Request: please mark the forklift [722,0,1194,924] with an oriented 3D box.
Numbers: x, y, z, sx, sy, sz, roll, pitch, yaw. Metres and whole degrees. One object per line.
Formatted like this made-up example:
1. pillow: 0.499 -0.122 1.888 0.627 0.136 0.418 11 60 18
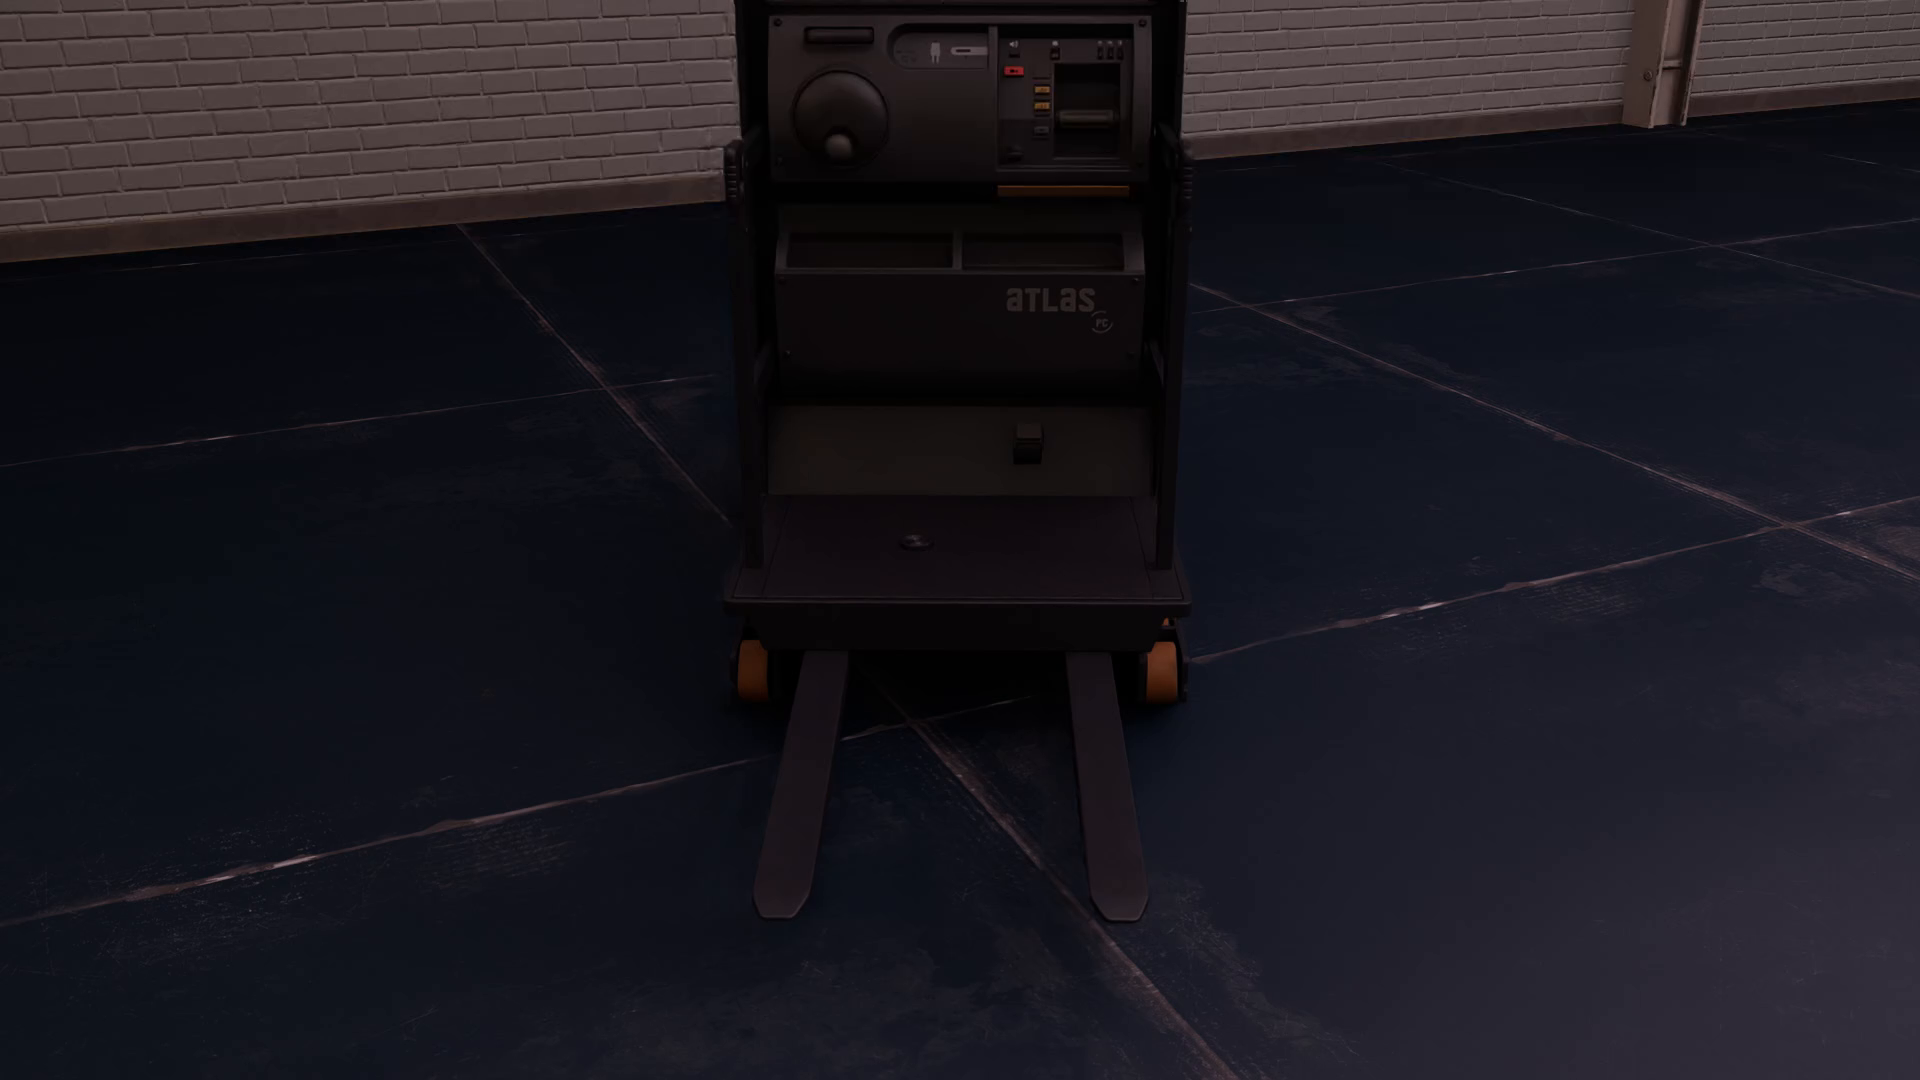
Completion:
1. forklift: -0.001 -1.062 3.843 1.130 2.935 3.031 0 23 1
